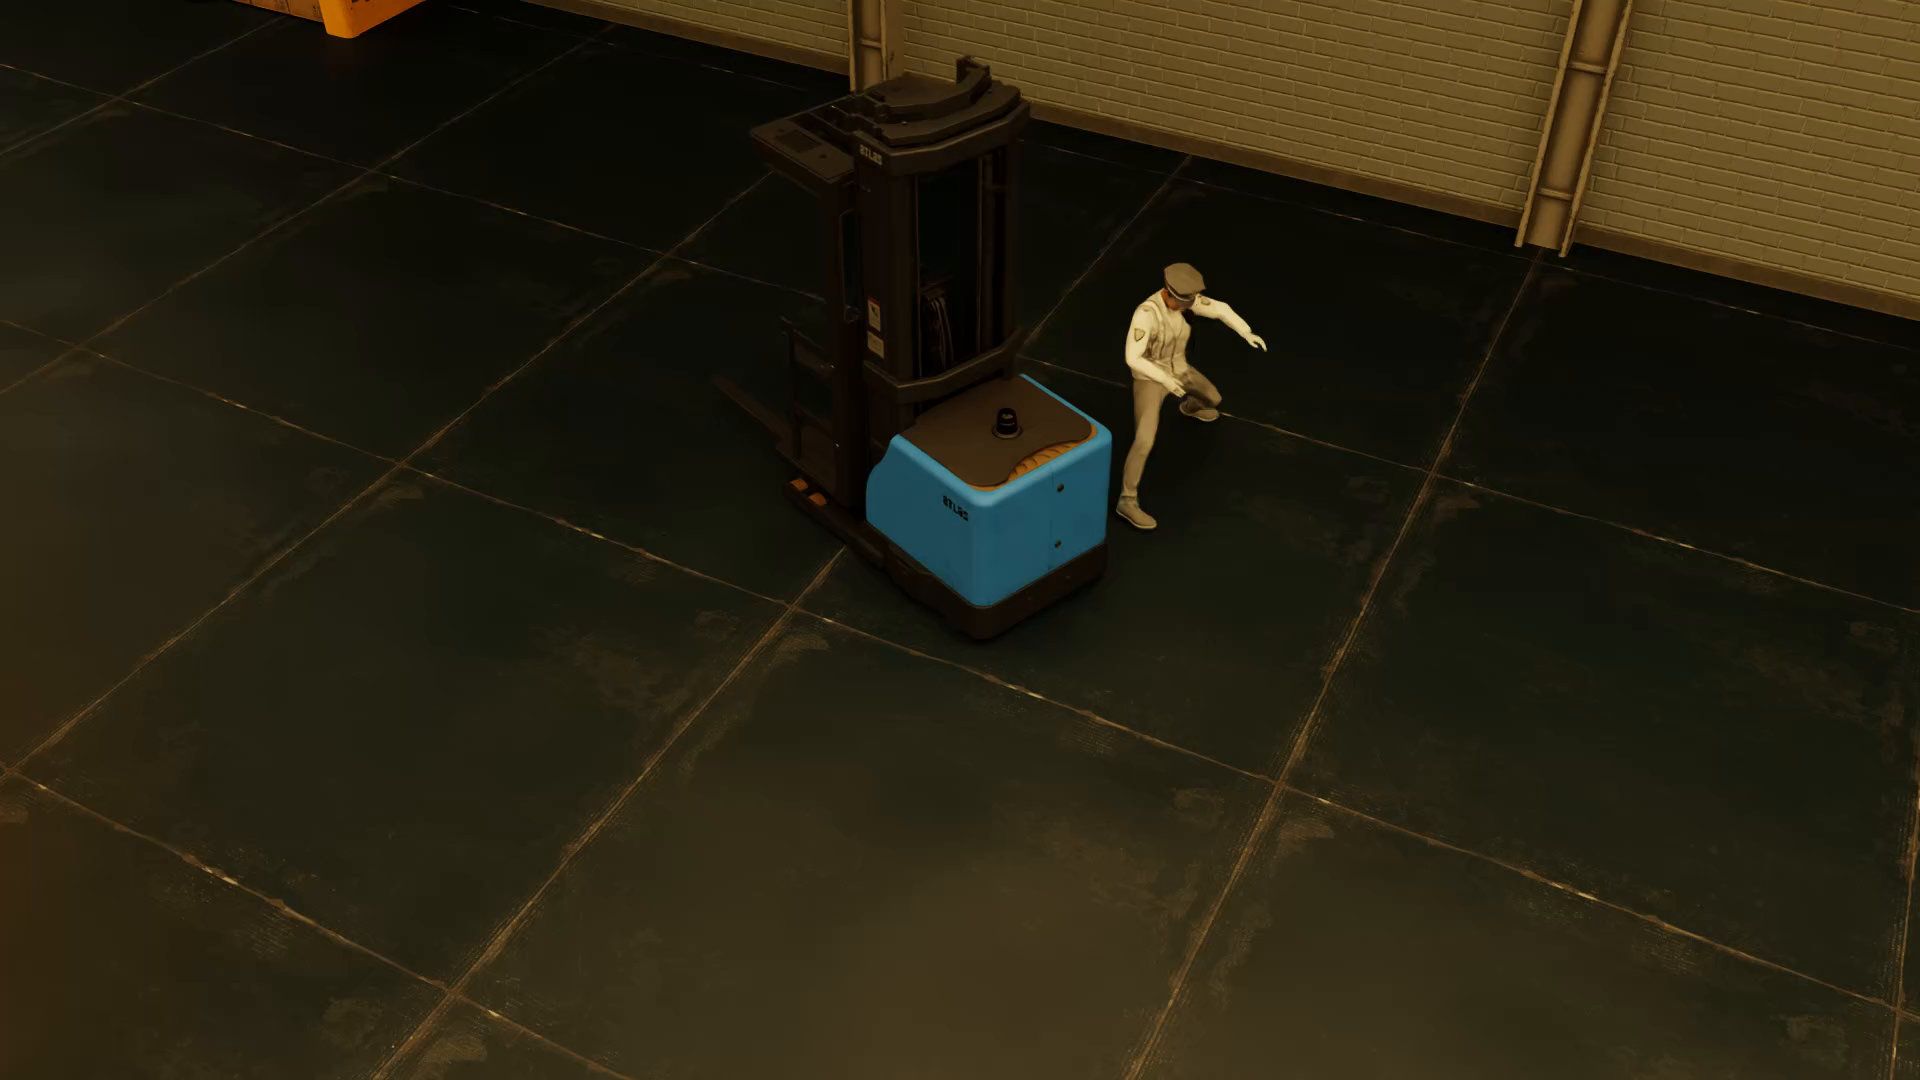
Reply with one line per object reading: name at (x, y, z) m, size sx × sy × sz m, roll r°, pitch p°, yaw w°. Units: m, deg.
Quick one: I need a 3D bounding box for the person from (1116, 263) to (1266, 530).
person at (1.389, -1.028, 10.336) m, size 1.229 × 1.471 × 0.800 m, roll -25°, pitch 46°, yaw -27°

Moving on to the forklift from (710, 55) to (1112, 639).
forklift at (-0.458, -1.435, 9.691) m, size 1.130 × 2.935 × 3.031 m, roll -28°, pitch 48°, yaw -29°
